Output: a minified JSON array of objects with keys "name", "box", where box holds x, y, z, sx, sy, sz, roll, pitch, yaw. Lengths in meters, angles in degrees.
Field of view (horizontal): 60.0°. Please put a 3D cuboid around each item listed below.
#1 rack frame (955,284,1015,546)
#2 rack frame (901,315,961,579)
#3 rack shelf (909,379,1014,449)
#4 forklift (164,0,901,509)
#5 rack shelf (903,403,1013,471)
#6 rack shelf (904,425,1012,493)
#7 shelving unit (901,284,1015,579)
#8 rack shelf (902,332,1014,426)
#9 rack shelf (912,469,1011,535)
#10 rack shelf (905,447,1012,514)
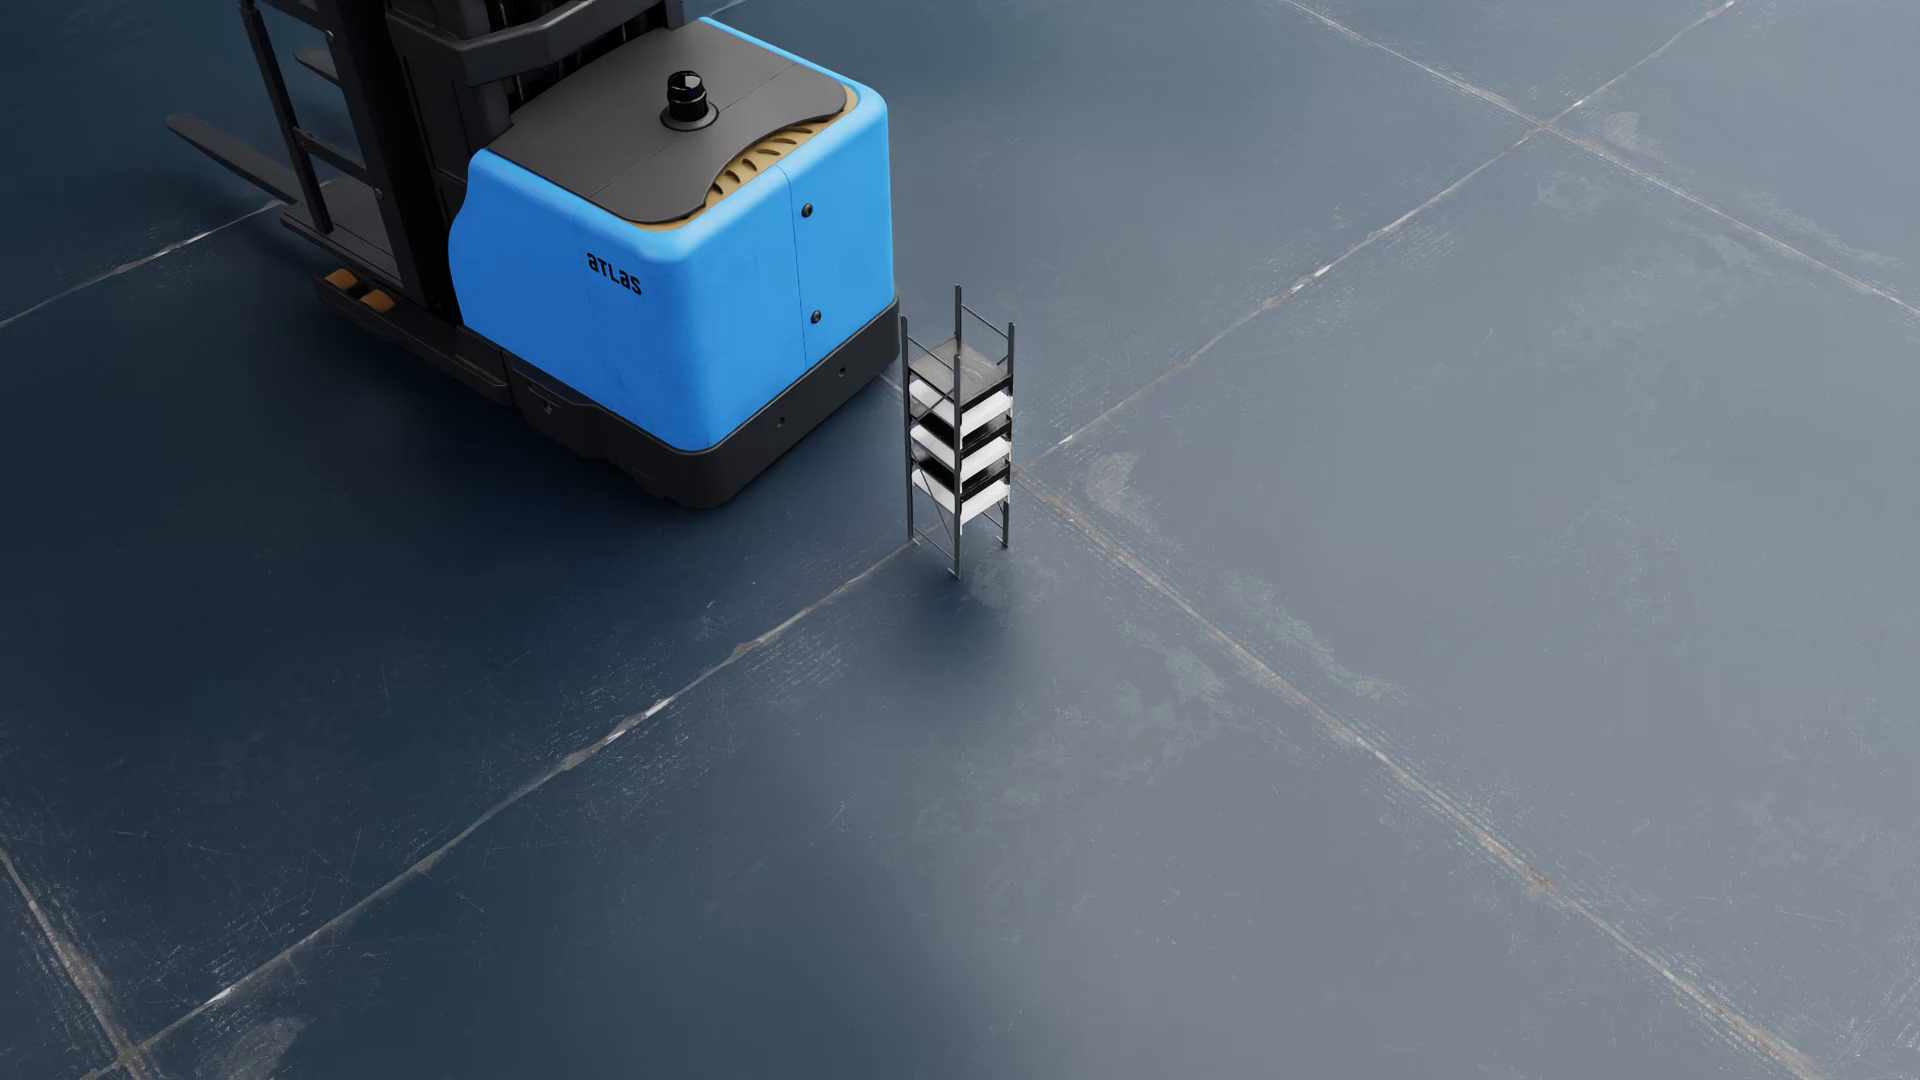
[{"name":"rack frame","box":[0.069,-0.351,4.962,0.006,0.900,0.240,-34,56,-27]},{"name":"rack frame","box":[-0.081,-0.251,4.869,0.006,0.900,0.240,-34,56,-27]},{"name":"rack shelf","box":[-0.006,-0.401,4.808,0.200,0.077,0.258,-34,56,-27]},{"name":"forklift","box":[-1.684,-1.993,5.094,3.031,2.935,1.130,29,54,24]},{"name":"rack shelf","box":[-0.006,-0.340,4.874,0.200,0.077,0.258,-34,56,-27]},{"name":"rack shelf","box":[-0.006,-0.279,4.940,0.200,0.077,0.258,-34,56,-27]},{"name":"shelving unit","box":[-0.006,-0.301,4.916,0.210,0.900,0.258,-34,56,-27]},{"name":"rack shelf","box":[-0.006,-0.462,4.742,0.200,0.077,0.258,-34,56,-27]},{"name":"rack shelf","box":[-0.006,-0.156,5.072,0.200,0.077,0.258,-34,56,-27]},{"name":"rack shelf","box":[-0.006,-0.218,5.006,0.200,0.077,0.258,-34,56,-27]}]
